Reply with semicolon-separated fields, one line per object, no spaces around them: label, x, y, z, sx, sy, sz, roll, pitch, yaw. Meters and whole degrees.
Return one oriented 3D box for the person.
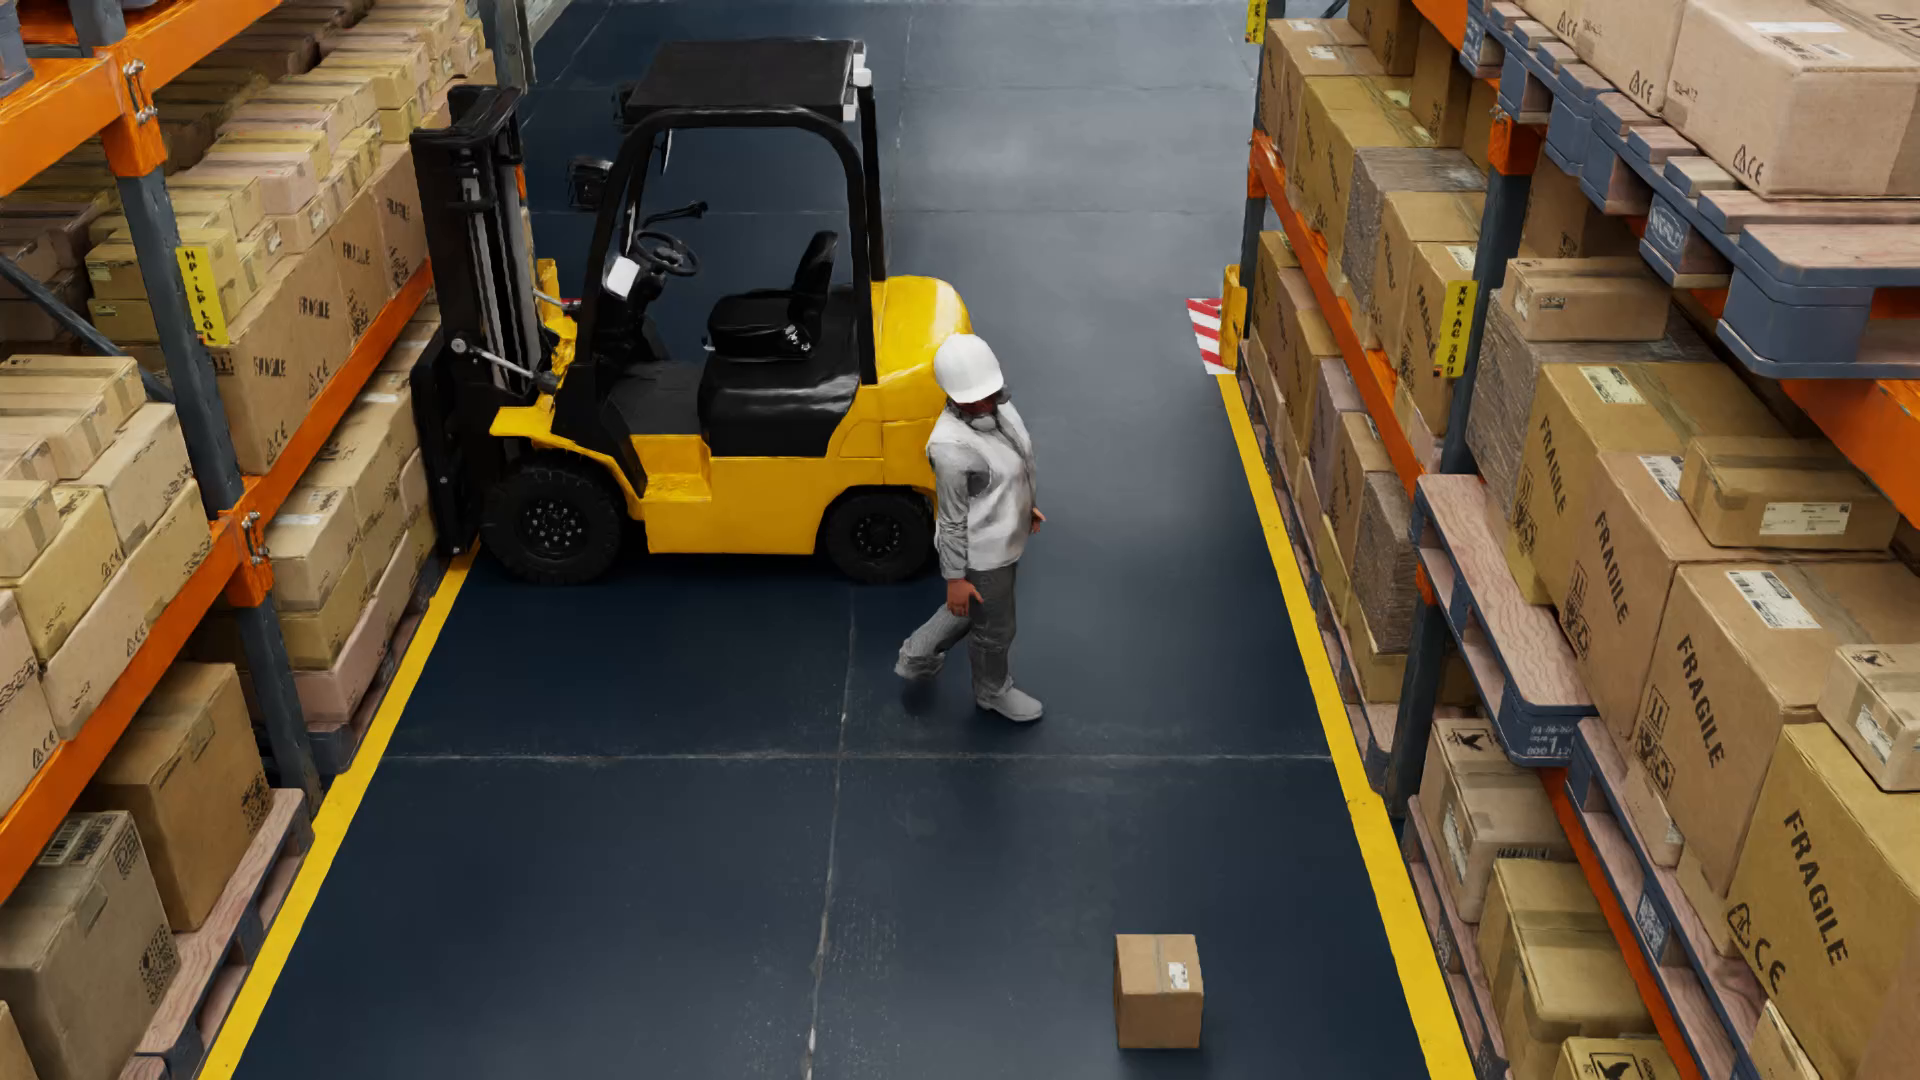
person;0.027;-0.017;6.173;0.604;1.738;0.608;3;31;6
